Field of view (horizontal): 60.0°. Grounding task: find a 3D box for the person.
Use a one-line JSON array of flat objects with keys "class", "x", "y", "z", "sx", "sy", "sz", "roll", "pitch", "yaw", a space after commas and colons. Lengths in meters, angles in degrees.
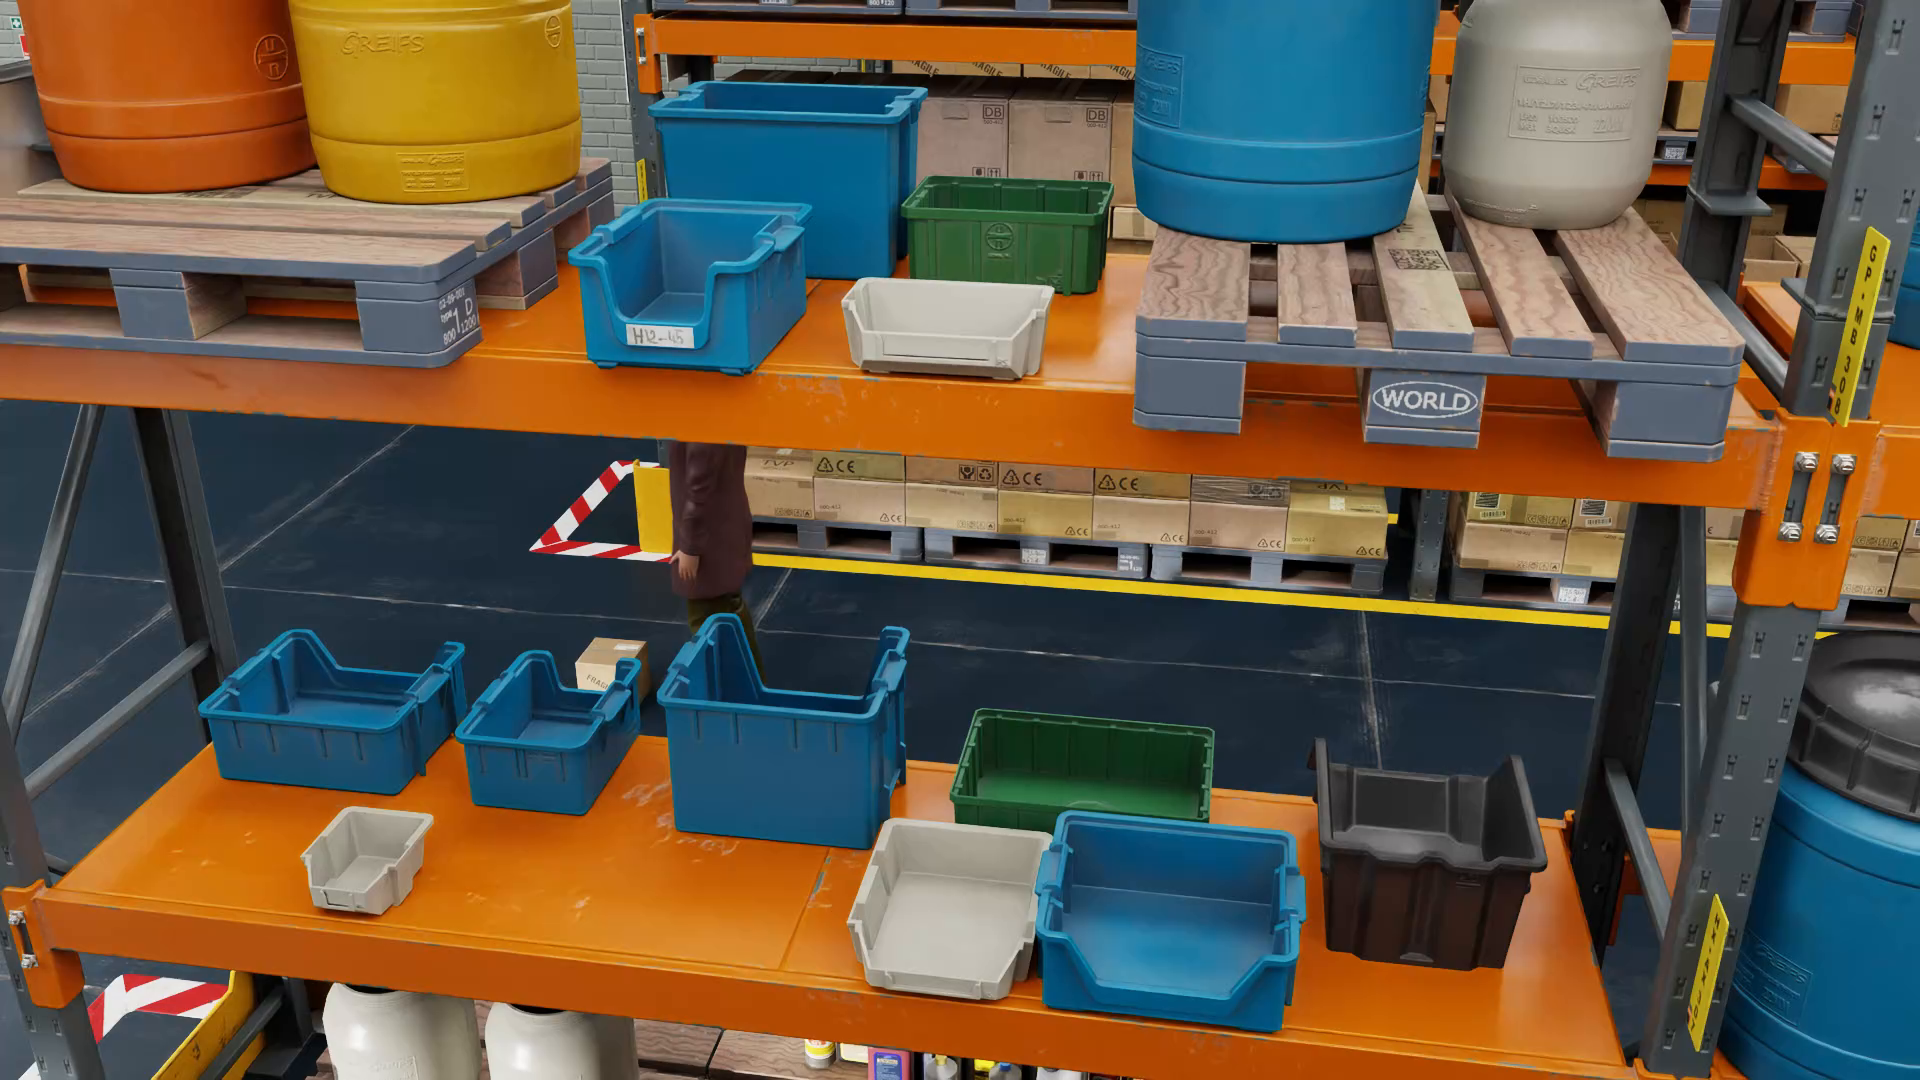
[{"class": "person", "x": -1.079, "y": -0.025, "z": 7.196, "sx": 0.402, "sy": 1.788, "sz": 0.561, "roll": 5, "pitch": 25, "yaw": 10}]
